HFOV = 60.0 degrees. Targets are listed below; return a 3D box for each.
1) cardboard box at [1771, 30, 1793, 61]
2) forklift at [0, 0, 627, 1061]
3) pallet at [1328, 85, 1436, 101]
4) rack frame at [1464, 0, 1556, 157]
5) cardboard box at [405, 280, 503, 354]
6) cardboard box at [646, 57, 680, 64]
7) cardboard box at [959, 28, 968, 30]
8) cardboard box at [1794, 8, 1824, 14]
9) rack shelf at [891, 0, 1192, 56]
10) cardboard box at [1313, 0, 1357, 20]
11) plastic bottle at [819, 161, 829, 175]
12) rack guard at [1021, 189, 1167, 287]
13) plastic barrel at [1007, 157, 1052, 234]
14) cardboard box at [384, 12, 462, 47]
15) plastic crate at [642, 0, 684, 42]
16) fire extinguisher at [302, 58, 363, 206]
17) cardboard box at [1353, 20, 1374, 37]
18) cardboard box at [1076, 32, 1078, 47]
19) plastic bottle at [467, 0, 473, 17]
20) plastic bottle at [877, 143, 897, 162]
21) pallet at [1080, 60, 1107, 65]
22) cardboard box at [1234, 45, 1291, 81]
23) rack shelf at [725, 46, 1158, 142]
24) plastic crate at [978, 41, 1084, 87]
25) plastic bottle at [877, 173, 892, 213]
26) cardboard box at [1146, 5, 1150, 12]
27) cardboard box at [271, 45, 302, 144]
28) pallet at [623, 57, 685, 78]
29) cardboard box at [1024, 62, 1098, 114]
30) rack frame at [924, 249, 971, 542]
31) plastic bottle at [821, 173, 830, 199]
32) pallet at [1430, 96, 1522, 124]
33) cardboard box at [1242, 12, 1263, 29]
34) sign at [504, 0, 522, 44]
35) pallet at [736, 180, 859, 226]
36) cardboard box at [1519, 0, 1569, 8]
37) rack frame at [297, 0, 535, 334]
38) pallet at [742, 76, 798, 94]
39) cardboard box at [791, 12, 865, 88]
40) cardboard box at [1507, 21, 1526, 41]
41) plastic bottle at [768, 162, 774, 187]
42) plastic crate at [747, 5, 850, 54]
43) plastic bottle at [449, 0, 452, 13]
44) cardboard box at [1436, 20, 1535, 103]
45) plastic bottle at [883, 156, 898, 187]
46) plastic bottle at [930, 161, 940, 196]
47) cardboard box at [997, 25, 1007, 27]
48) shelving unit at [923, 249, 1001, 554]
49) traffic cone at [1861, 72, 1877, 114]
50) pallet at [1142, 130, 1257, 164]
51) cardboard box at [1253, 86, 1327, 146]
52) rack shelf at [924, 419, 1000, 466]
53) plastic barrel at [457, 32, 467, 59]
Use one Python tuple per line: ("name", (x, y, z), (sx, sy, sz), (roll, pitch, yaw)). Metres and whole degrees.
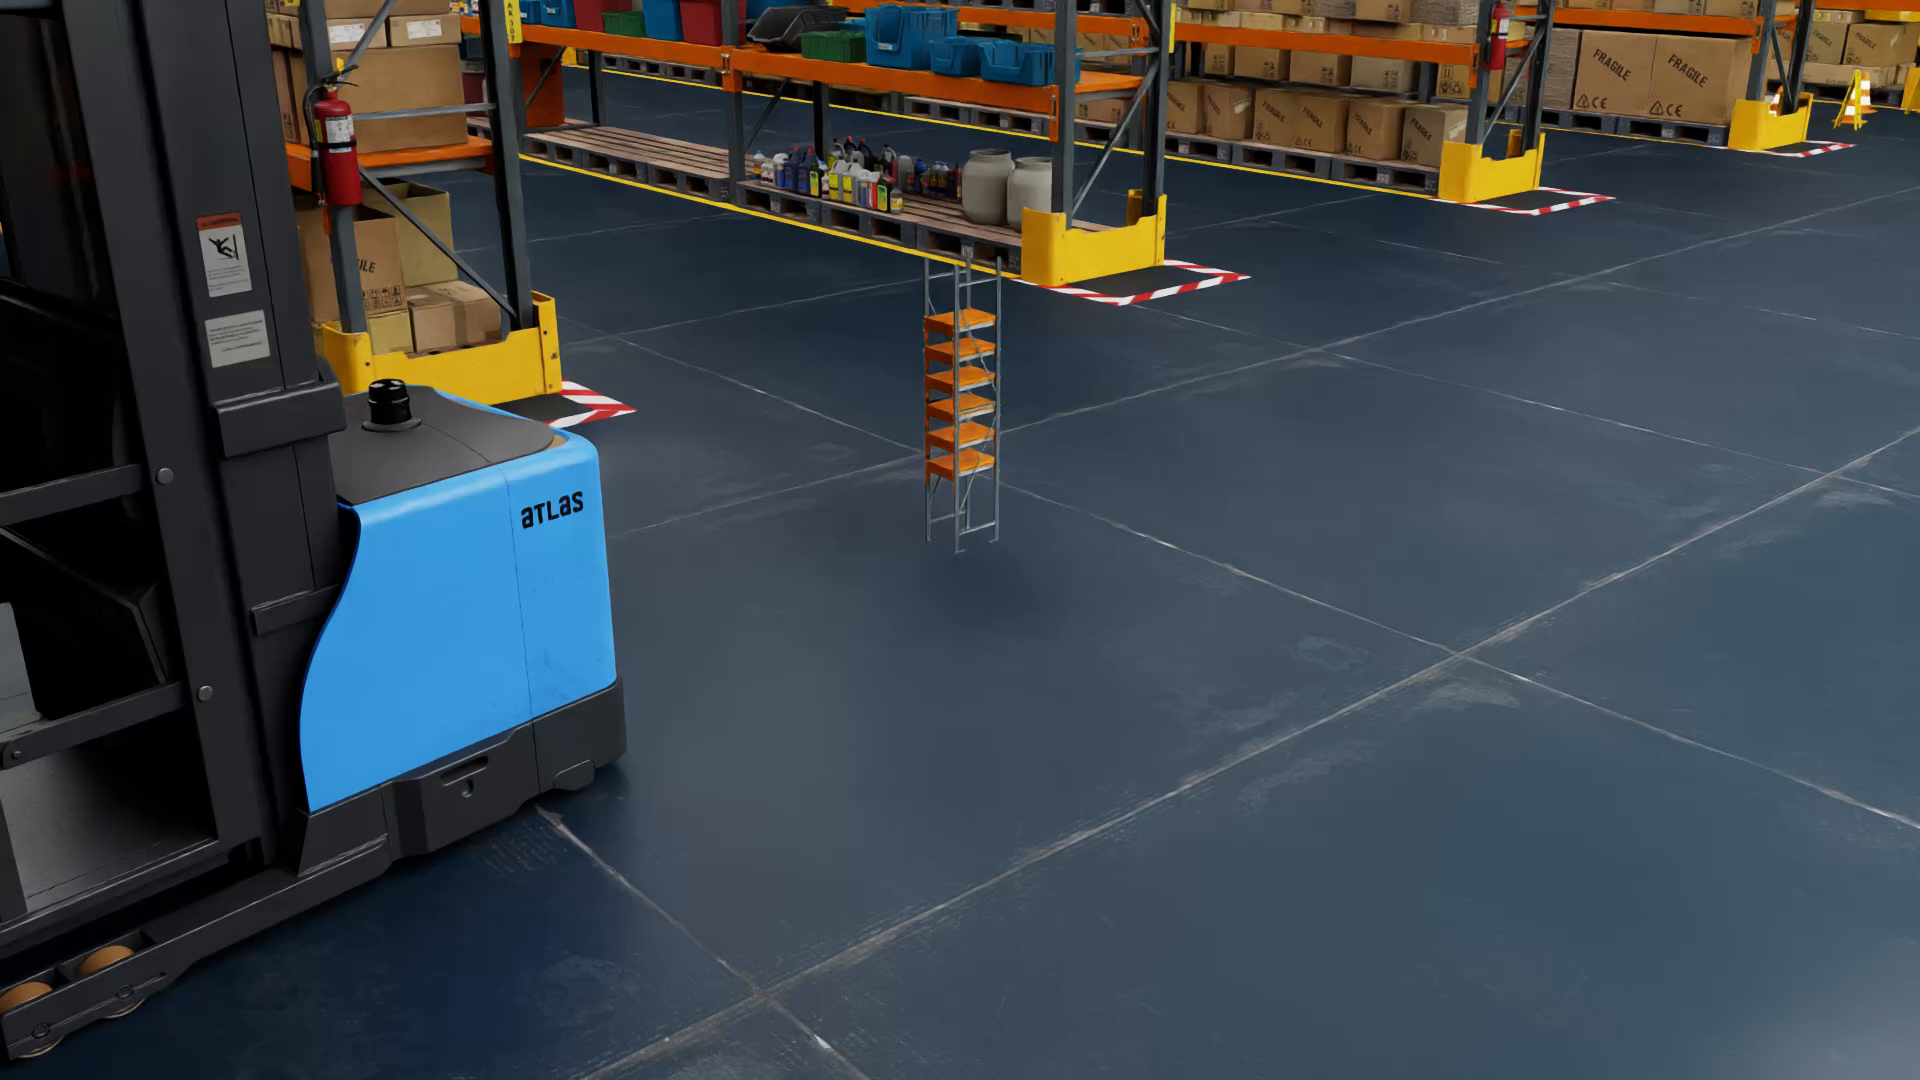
("cardboard box", (10.913, -6.553, 21.768), (0.500, 0.500, 0.500), (-18, 28, -39))
("forklift", (-2.372, -0.362, 3.890), (1.130, 2.935, 3.031), (17, 27, 37))
("pallet", (5.445, -5.641, 21.096), (1.003, 0.211, 1.213), (-17, 27, -37))
("rack frame", (4.793, -4.486, 14.324), (1.000, 3.000, 0.127), (-17, 27, -37))
("cardboard box", (-2.896, -1.245, 9.244), (0.500, 0.250, 0.500), (-17, 27, -37))
("cardboard box", (-3.998, -7.457, 24.249), (0.875, 0.875, 0.875), (-17, 27, -37))
("cardboard box", (0.151, -8.044, 26.333), (0.380, 0.149, 0.250), (-19, 28, -40))
("cardboard box", (10.957, -6.799, 21.508), (0.380, 0.149, 0.250), (-16, 27, -35))
("rack shelf", (0.877, -5.808, 18.687), (1.077, 0.370, 4.000), (-17, 27, -37))
("cardboard box", (3.744, -5.087, 15.315), (0.875, 0.500, 0.500), (-17, 27, -37))
("plastic bottle", (-1.110, -2.941, 13.517), (0.097, 0.271, 0.097), (0, 21, 0))
("rack guard", (0.956, -2.153, 11.794), (1.175, 0.500, 0.348), (-17, 27, -37))
("plastic barrel", (0.553, -2.507, 12.108), (0.421, 0.512, 0.421), (0, 21, 0))
("cardboard box", (-2.807, -2.637, 8.577), (0.380, 0.149, 0.250), (-18, 27, -38))
("plastic crate", (-2.526, -4.635, 14.727), (0.392, 0.384, 0.575), (-17, 27, -37))
("fire extinguisher", (-2.989, -1.949, 7.954), (0.296, 0.674, 0.183), (-17, 27, -37))
("cardboard box", (3.802, -4.676, 15.154), (0.380, 0.149, 0.250), (-17, 27, -37))
("cardboard box", (1.764, -7.431, 24.695), (0.500, 0.500, 0.500), (-17, 27, -37))
("plastic bottle", (-5.108, -5.621, 17.399), (0.097, 0.271, 0.097), (0, 21, 0))
("plastic bottle", (-0.595, -3.132, 13.896), (0.144, 0.351, 0.185), (-18, 27, -38))
("pallet", (2.093, -7.104, 24.831), (1.003, 0.211, 1.213), (-17, 27, -37))
("cardboard box", (4.297, -6.566, 22.145), (1.050, 0.750, 0.750), (-17, 27, -37))
("rack shelf", (-0.265, -3.524, 12.855), (1.077, 0.370, 4.000), (-17, 27, -37))
("plastic crate", (0.487, -3.304, 11.512), (0.499, 0.251, 0.616), (-17, 27, -37))
("plastic bottle", (-0.580, -2.678, 12.829), (0.061, 0.283, 0.133), (-17, 27, -36))
("cardboard box", (2.095, -5.343, 16.857), (0.380, 0.149, 0.250), (-17, 27, -37))
("cardboard box", (-3.356, -2.451, 8.992), (0.700, 0.500, 0.500), (-17, 27, -36))
("pallet", (-4.278, -7.069, 24.742), (1.003, 0.211, 1.213), (-17, 27, -37))
("cardboard box", (1.135, -5.097, 18.710), (0.500, 0.500, 0.700), (20, 29, 41))
("rack frame", (-0.050, -0.580, 6.820), (0.240, 1.200, 0.006), (-17, 27, -37))
("plastic bottle", (-1.067, -2.856, 13.396), (0.097, 0.201, 0.097), (0, 21, 0))
("pallet", (6.443, -5.217, 20.013), (1.003, 0.211, 1.213), (-17, 27, -37))
("cardboard box", (2.929, -5.003, 15.990), (0.380, 0.149, 0.250), (-17, 27, -37))
("sign", (-2.290, -2.699, 8.466), (0.100, 0.325, 0.005), (-17, 27, -37))
("pallet", (-1.163, -2.918, 14.145), (1.003, 0.211, 1.213), (-17, 27, -37))
("cardboard box", (6.895, -6.391, 18.982), (0.875, 0.550, 0.550), (-17, 27, -37))
("rack frame", (-2.714, -2.129, 8.306), (1.000, 3.000, 0.127), (-17, 27, -37))
("pallet", (-2.479, -6.308, 22.799), (1.003, 0.211, 1.213), (-17, 27, -37))
("cardboard box", (-1.440, -6.346, 21.411), (1.225, 0.875, 0.875), (-17, 27, -37))
("cardboard box", (4.788, -4.504, 14.716), (0.380, 0.149, 0.250), (-17, 27, -37))
("plastic bottle", (-1.562, -3.065, 13.930), (0.097, 0.201, 0.097), (0, 21, 0))
("plastic crate", (-1.325, -4.208, 13.700), (0.767, 0.338, 0.504), (-17, 27, -37))
("plastic bottle", (-5.425, -5.723, 17.755), (0.097, 0.201, 0.097), (0, 21, 0))
("cardboard box", (6.363, -5.760, 19.914), (0.875, 0.875, 0.875), (-17, 27, -37))
("plastic bottle", (-0.573, -3.029, 13.726), (0.061, 0.283, 0.133), (-17, 27, -37))
("plastic bottle", (-0.196, -2.939, 13.511), (0.097, 0.271, 0.097), (0, 21, 0))
("cardboard box", (0.716, -8.244, 26.436), (0.380, 0.149, 0.250), (-16, 27, -35))
("shelving unit", (0.009, -0.555, 6.755), (0.258, 1.200, 0.189), (-17, 27, -37))
("traffic cone", (11.043, -5.475, 20.329), (0.336, 0.463, 0.334), (-17, 27, -37))
("pallet", (2.647, -4.115, 17.202), (1.003, 0.211, 1.213), (-17, 27, -37))
("cardboard box", (3.257, -4.193, 16.429), (0.500, 0.500, 0.500), (19, 29, 40))
("rack shelf", (0.009, -0.402, 6.815), (0.258, 0.103, 0.180), (-17, 27, -37))
("plastic barrel", (-5.988, -5.491, 19.191), (0.600, 0.901, 0.708), (-17, 27, -37))
